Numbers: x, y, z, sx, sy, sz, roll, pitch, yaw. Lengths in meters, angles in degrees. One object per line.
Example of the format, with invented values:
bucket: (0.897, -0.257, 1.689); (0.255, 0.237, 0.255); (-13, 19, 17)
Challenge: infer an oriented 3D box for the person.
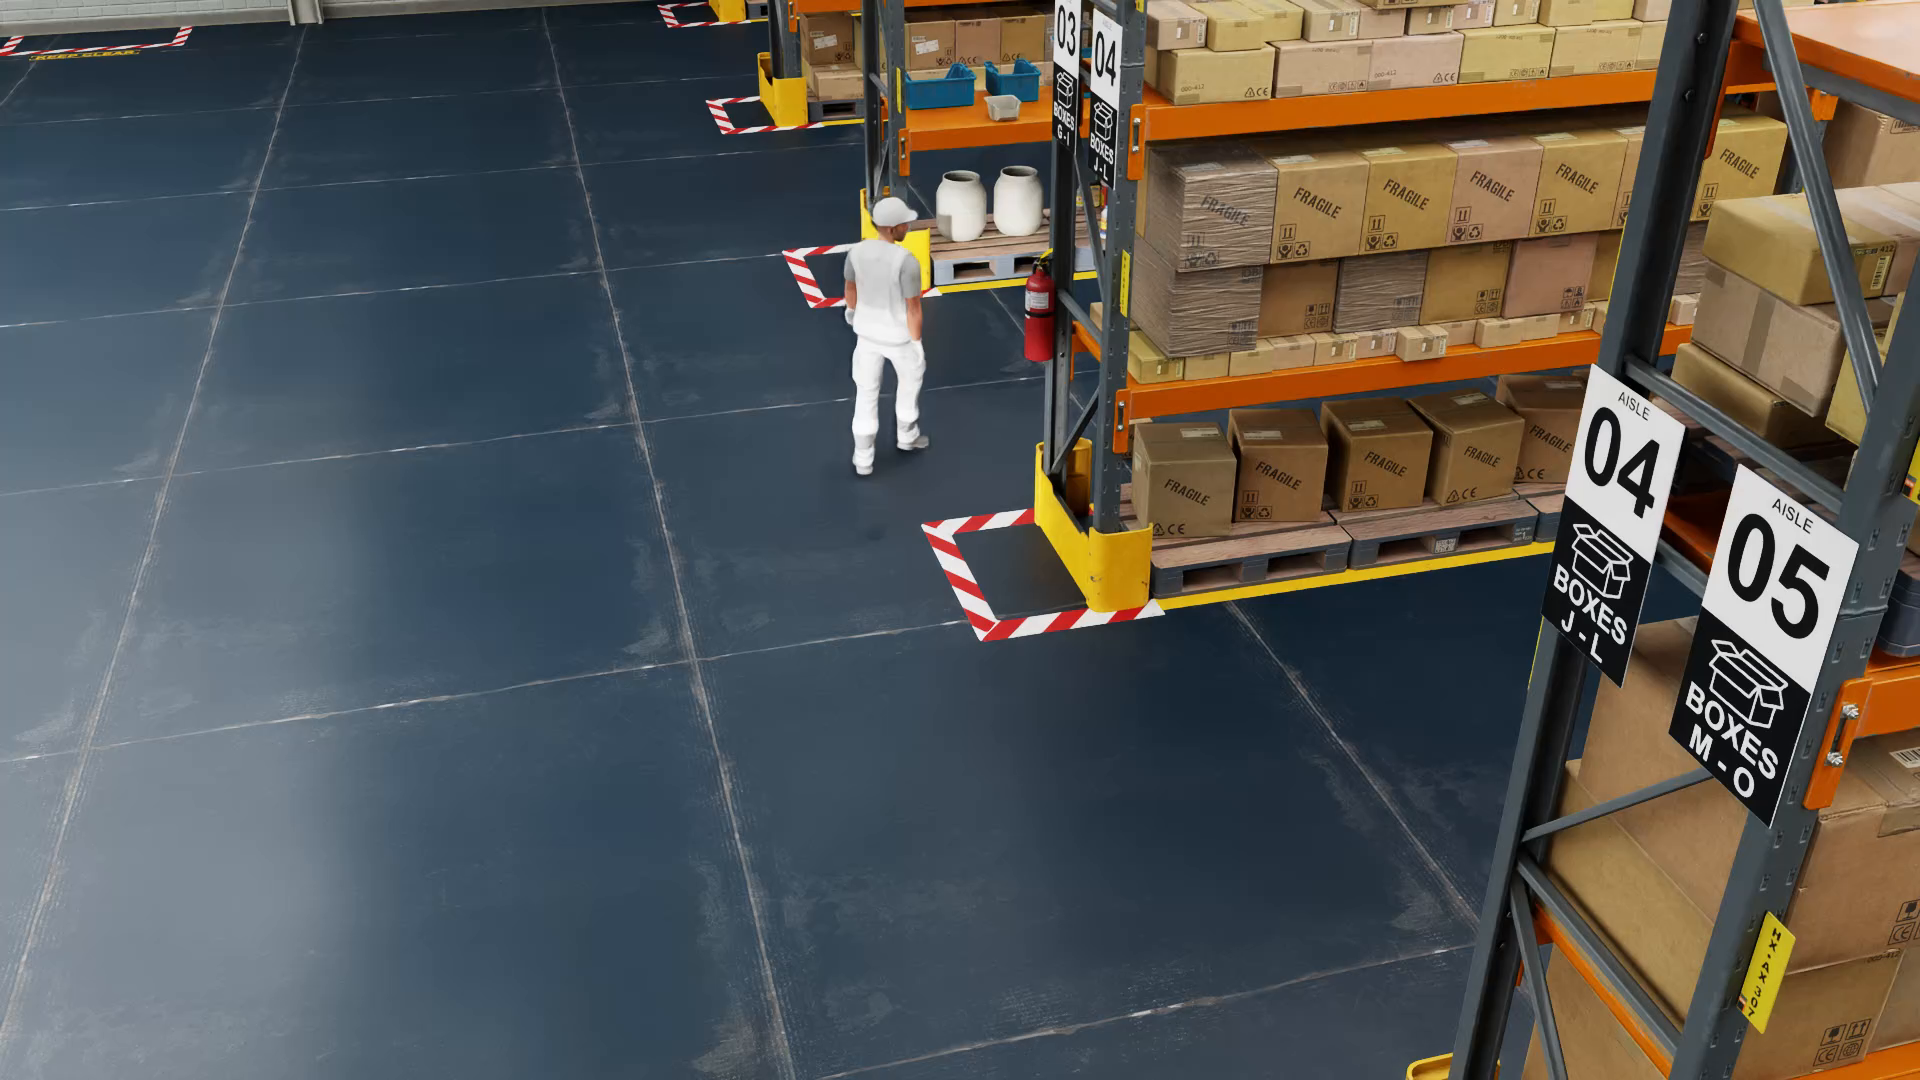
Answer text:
person: (-0.478, -1.312, 10.490); (0.661, 1.807, 0.700); (10, 31, 17)
